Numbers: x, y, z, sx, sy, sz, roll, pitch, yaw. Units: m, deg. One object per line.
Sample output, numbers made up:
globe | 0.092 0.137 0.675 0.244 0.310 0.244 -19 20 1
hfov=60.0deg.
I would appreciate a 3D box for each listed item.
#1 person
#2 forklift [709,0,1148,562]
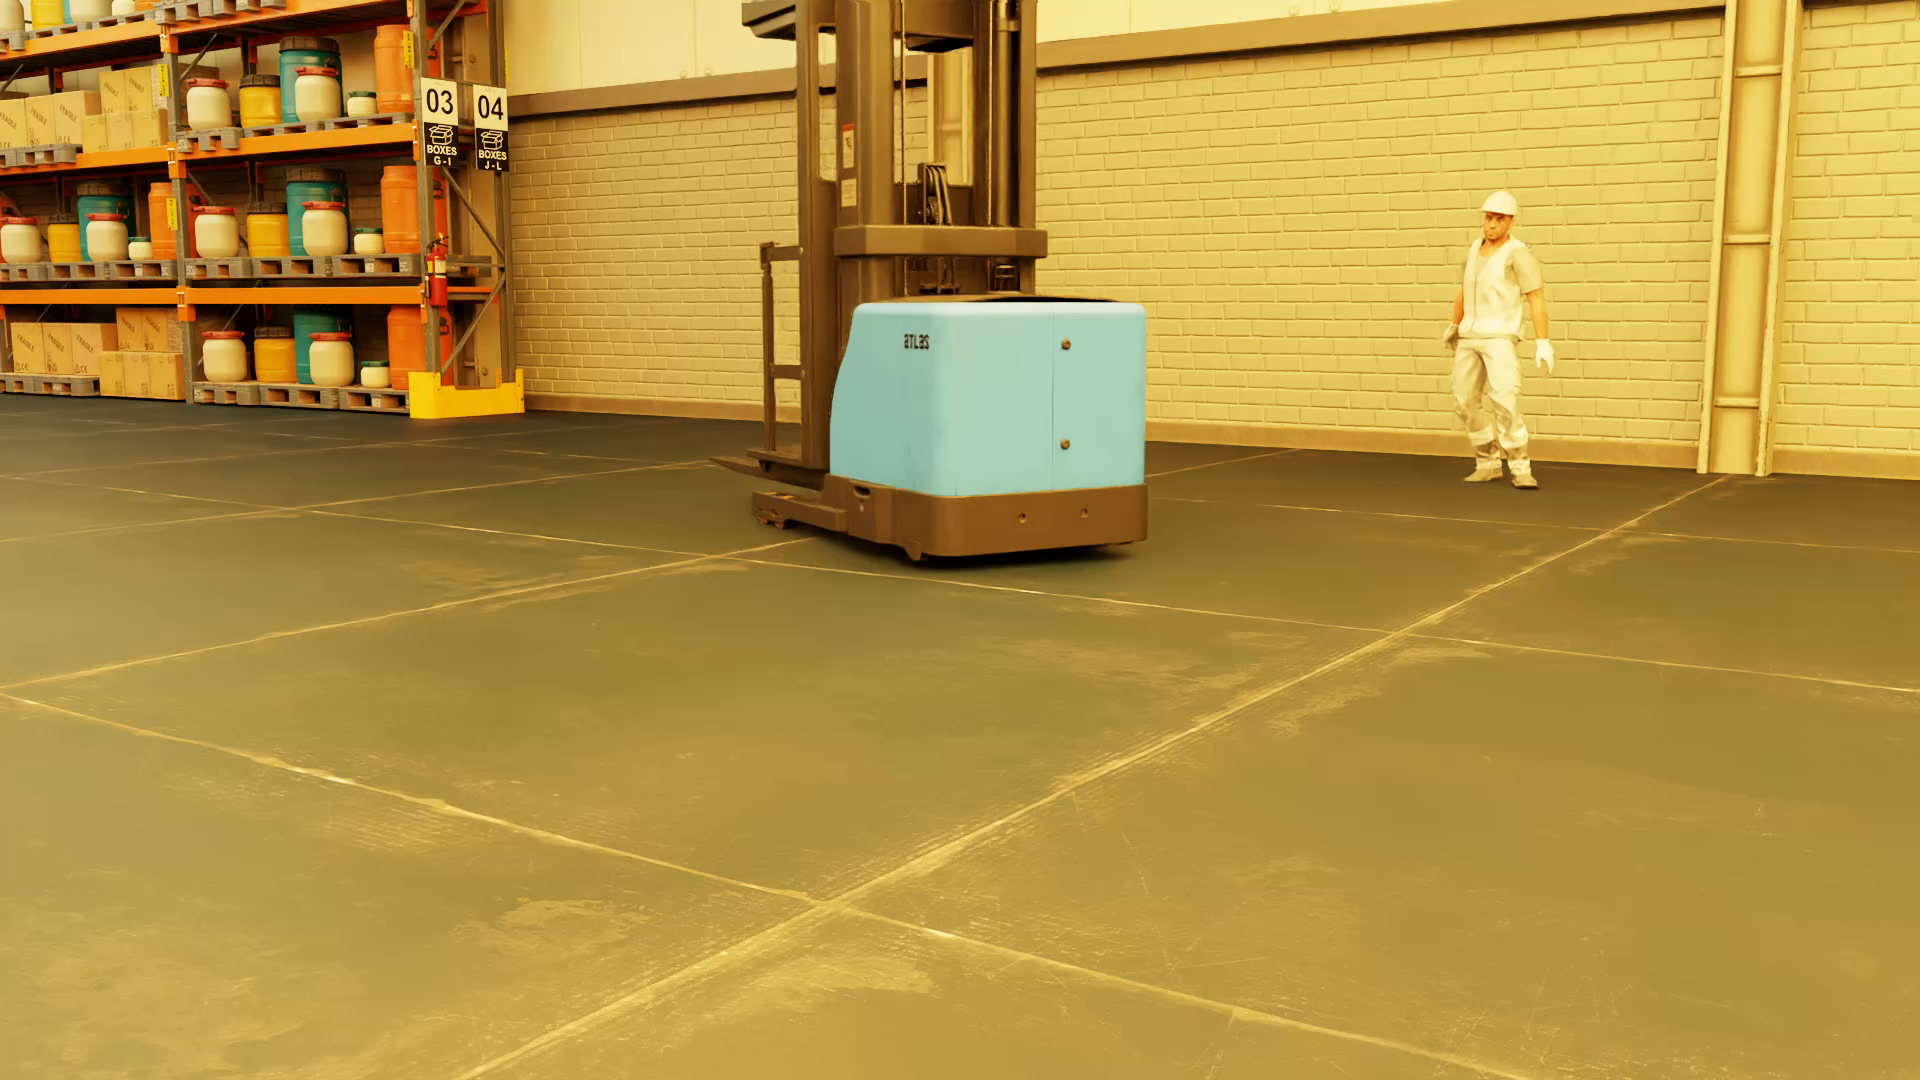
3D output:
person | 3.185 -1.186 9.945 0.473 1.751 0.889 -4 9 -25
forklift | -0.363 -1.530 7.951 1.130 2.935 3.031 -5 9 -29
